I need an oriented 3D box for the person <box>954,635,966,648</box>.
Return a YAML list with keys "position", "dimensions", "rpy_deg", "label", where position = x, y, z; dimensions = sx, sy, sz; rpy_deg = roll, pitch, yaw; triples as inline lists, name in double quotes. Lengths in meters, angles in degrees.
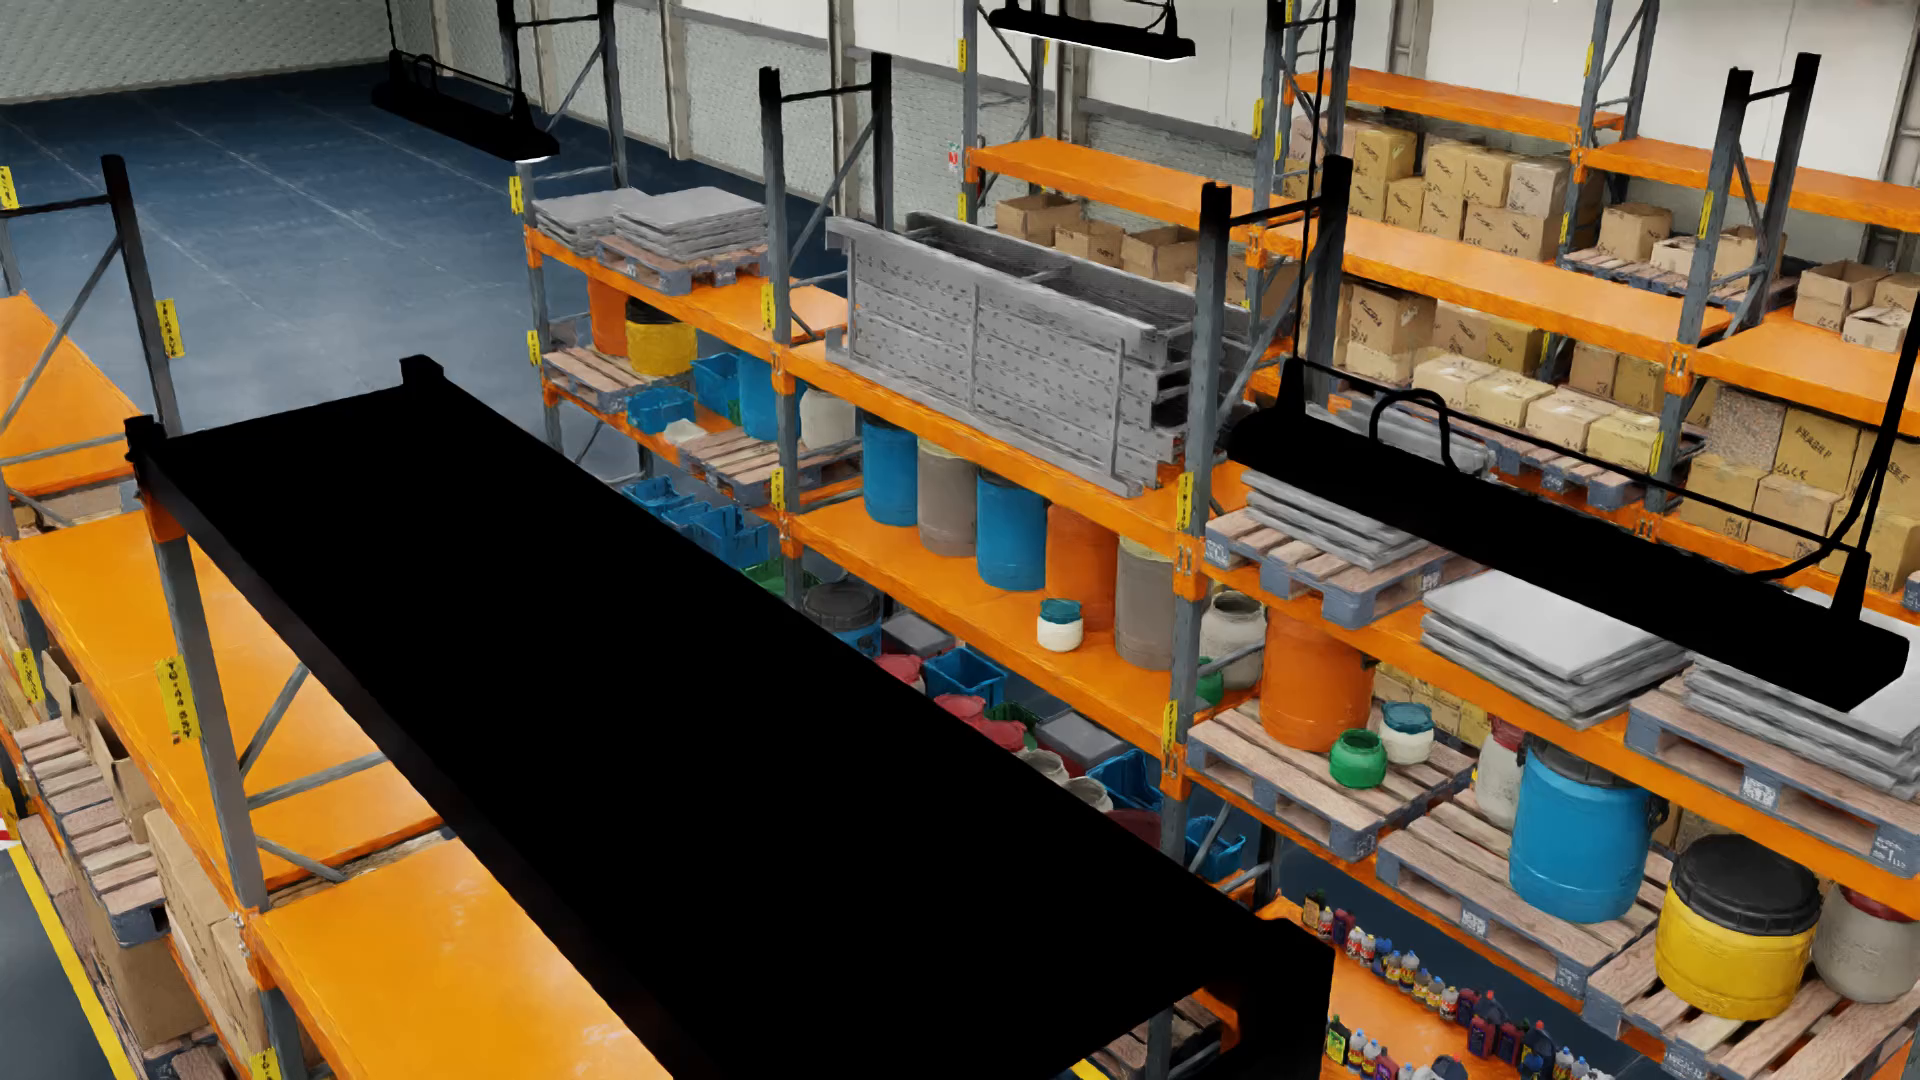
- position: [-0.054, 0.749, 14.684]
  dimensions: [0.586, 1.745, 0.662]
  rpy_deg: [-5, 26, -11]
  label: "person"
